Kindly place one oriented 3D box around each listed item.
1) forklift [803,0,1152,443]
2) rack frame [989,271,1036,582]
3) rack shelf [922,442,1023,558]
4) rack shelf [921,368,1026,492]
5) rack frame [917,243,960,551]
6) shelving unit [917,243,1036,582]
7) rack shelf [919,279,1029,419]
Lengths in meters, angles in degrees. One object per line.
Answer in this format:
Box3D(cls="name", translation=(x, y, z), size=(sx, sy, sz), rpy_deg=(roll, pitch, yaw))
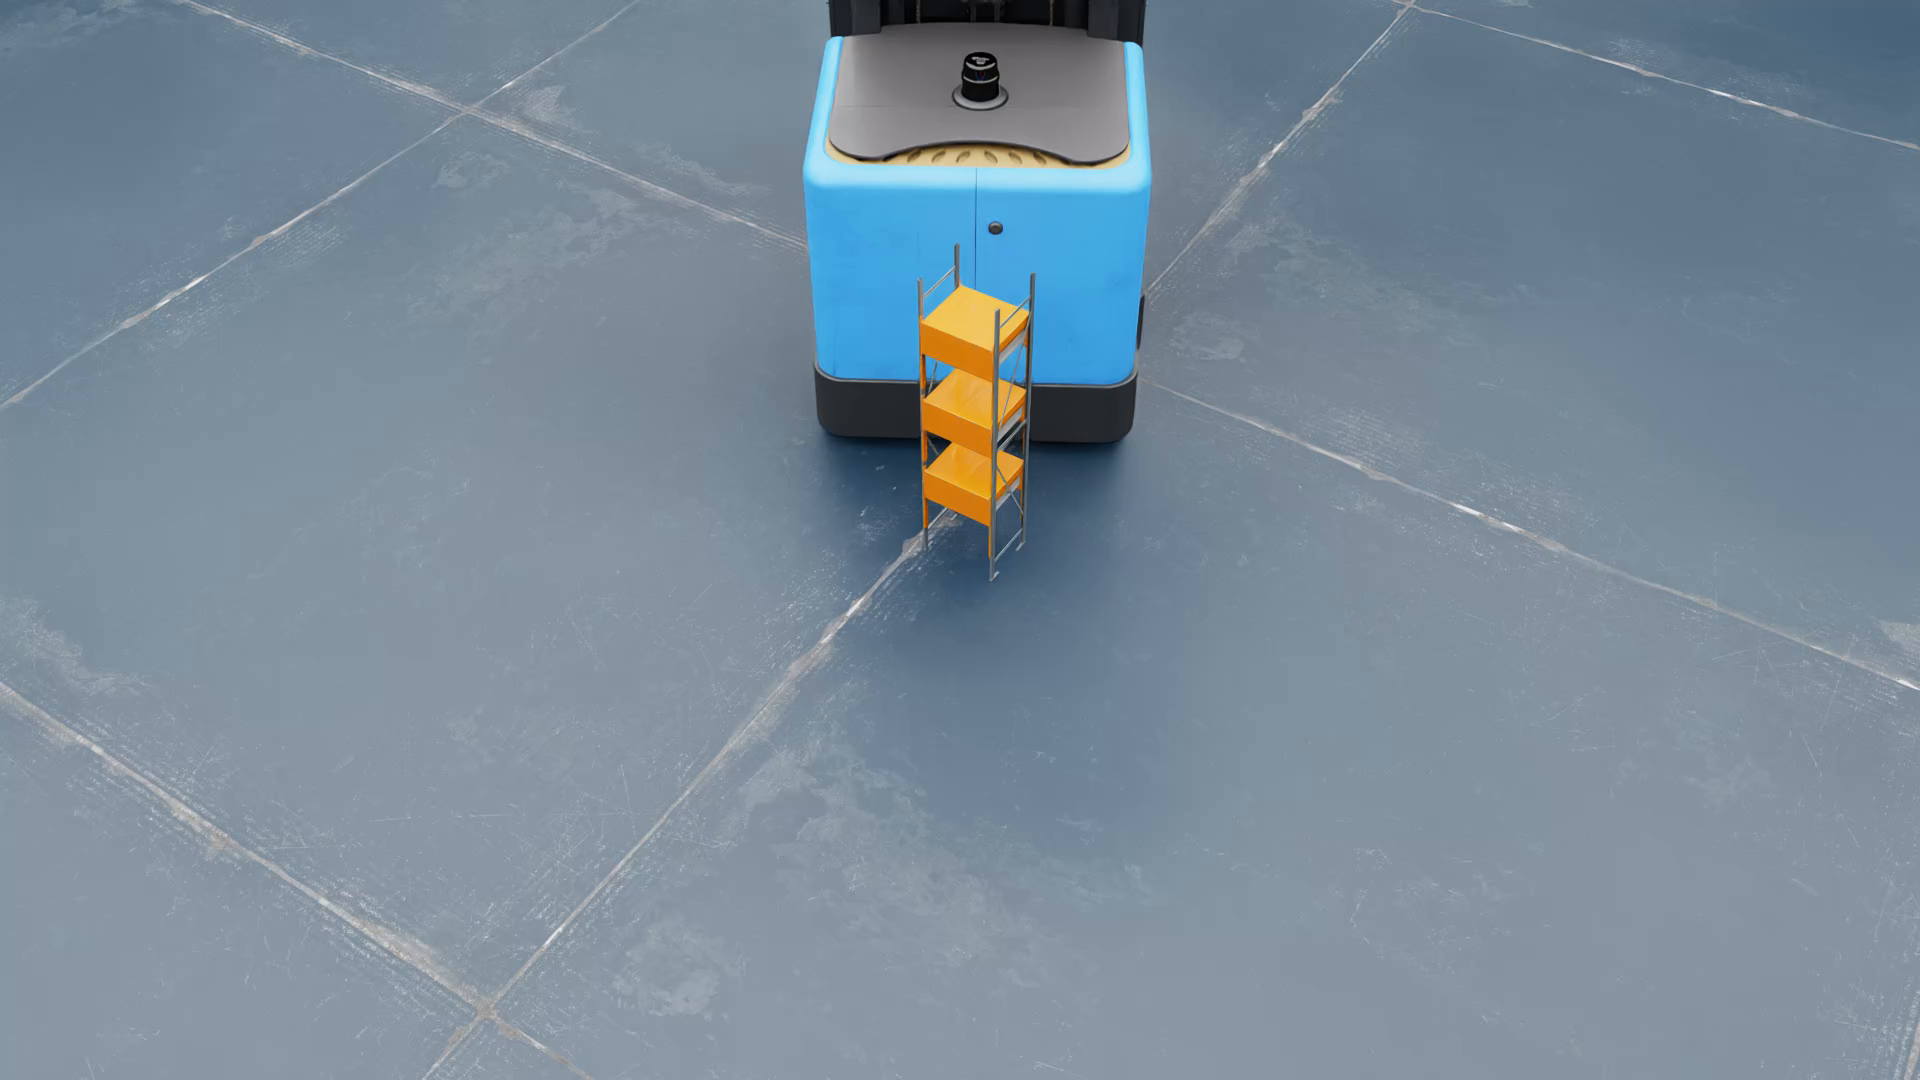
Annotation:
Box3D(cls="forklift", translation=(0.102, -2.386, 5.525), size=(1.130, 2.935, 3.031), rpy_deg=(2, 46, 1))
Box3D(cls="rack frame", translation=(0.148, -0.298, 4.807), size=(0.008, 1.050, 0.200), rpy_deg=(25, 51, 22))
Box3D(cls="rack shelf", translation=(0.045, -0.144, 5.060), size=(0.240, 0.259, 0.215), rpy_deg=(25, 51, 22))
Box3D(cls="rack shelf", translation=(0.045, -0.338, 4.861), size=(0.240, 0.259, 0.215), rpy_deg=(25, 51, 22))
Box3D(cls="rack frame", translation=(-0.058, -0.392, 4.899), size=(0.008, 1.050, 0.200), rpy_deg=(25, 51, 22))
Box3D(cls="shelving unit", translation=(0.045, -0.345, 4.853), size=(0.252, 1.050, 0.215), rpy_deg=(25, 51, 22))
Box3D(cls="rack shelf", translation=(0.045, -0.536, 4.657), size=(0.240, 0.259, 0.215), rpy_deg=(25, 51, 22))
